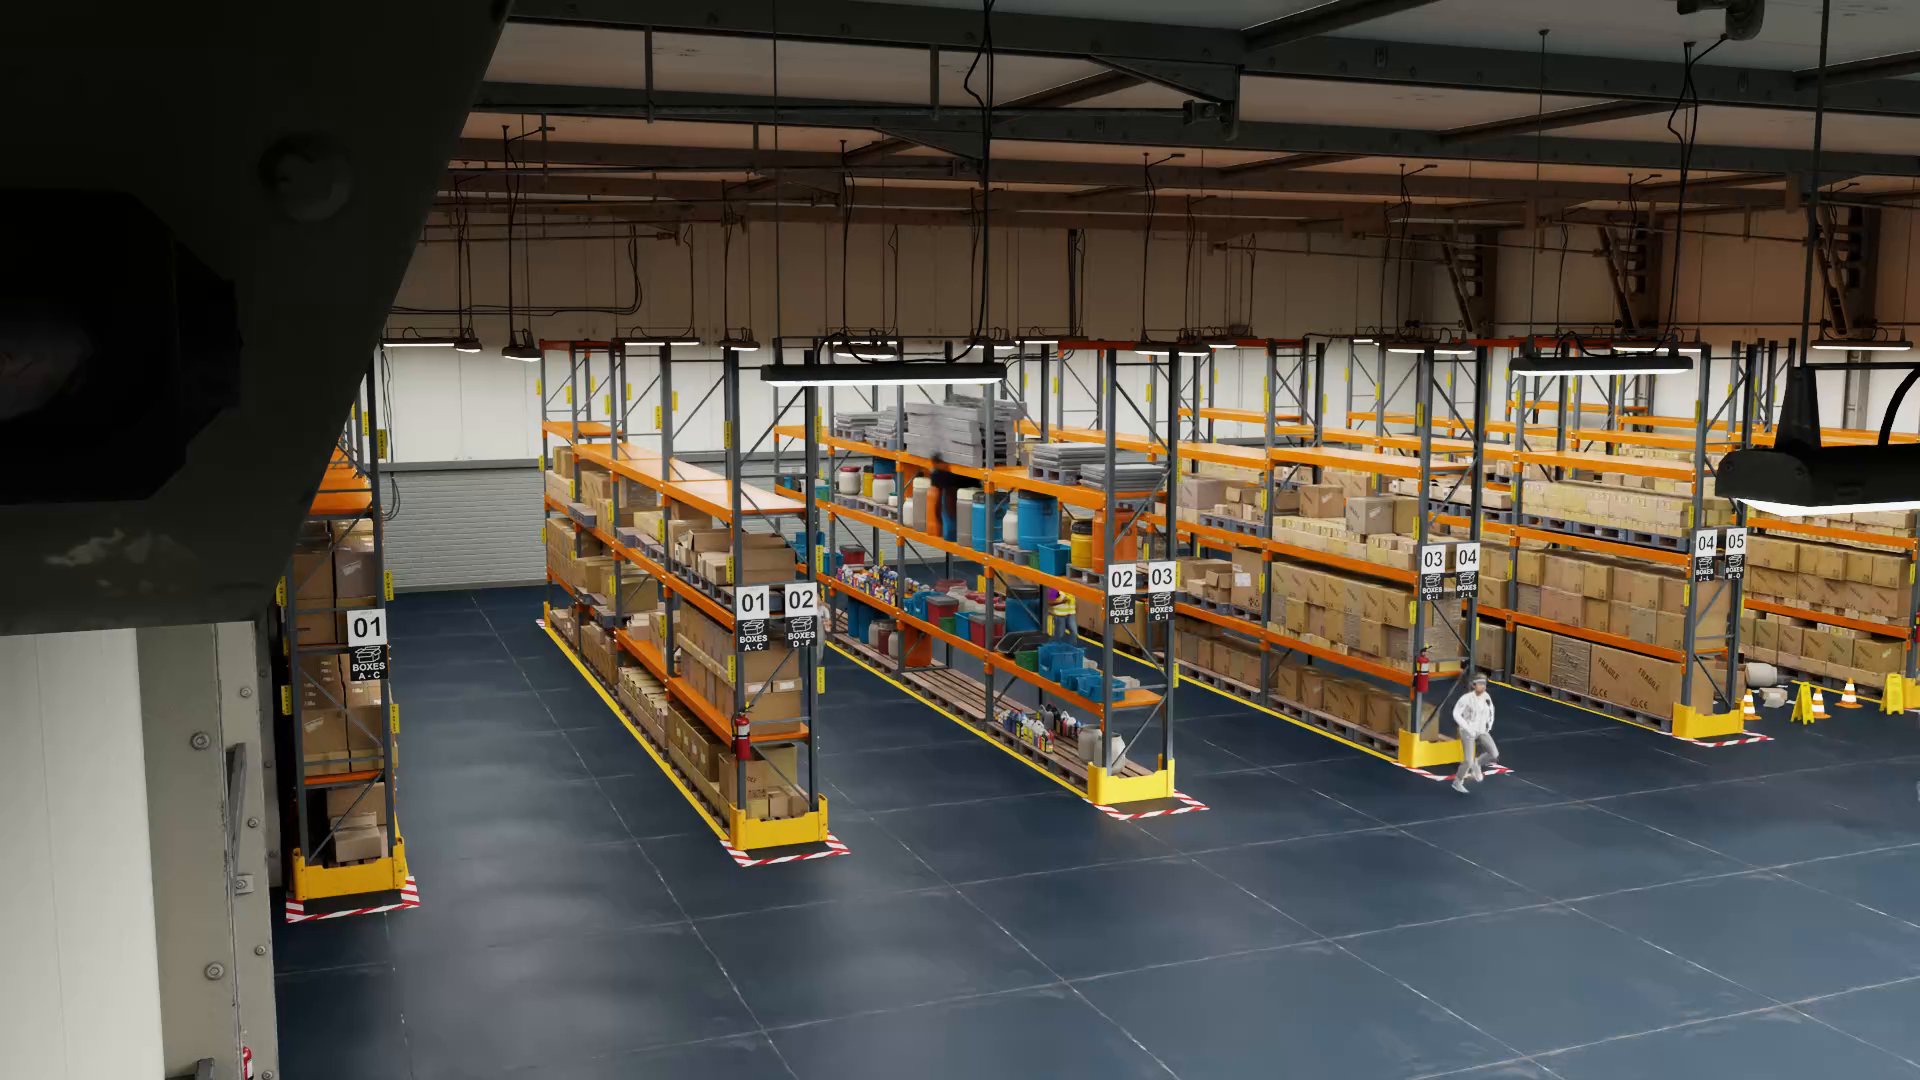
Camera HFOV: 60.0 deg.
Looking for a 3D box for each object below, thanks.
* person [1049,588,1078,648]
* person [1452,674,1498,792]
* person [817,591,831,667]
[{"bbox_3d":[1.940,1.419,30.917,0.682,1.808,0.807,-4,8,-28],"label":"person"},{"bbox_3d":[7.041,2.626,22.576,0.712,1.656,0.513,-4,8,-25],"label":"person"},{"bbox_3d":[-2.530,1.738,28.959,0.538,1.724,0.767,-4,8,-27],"label":"person"}]
